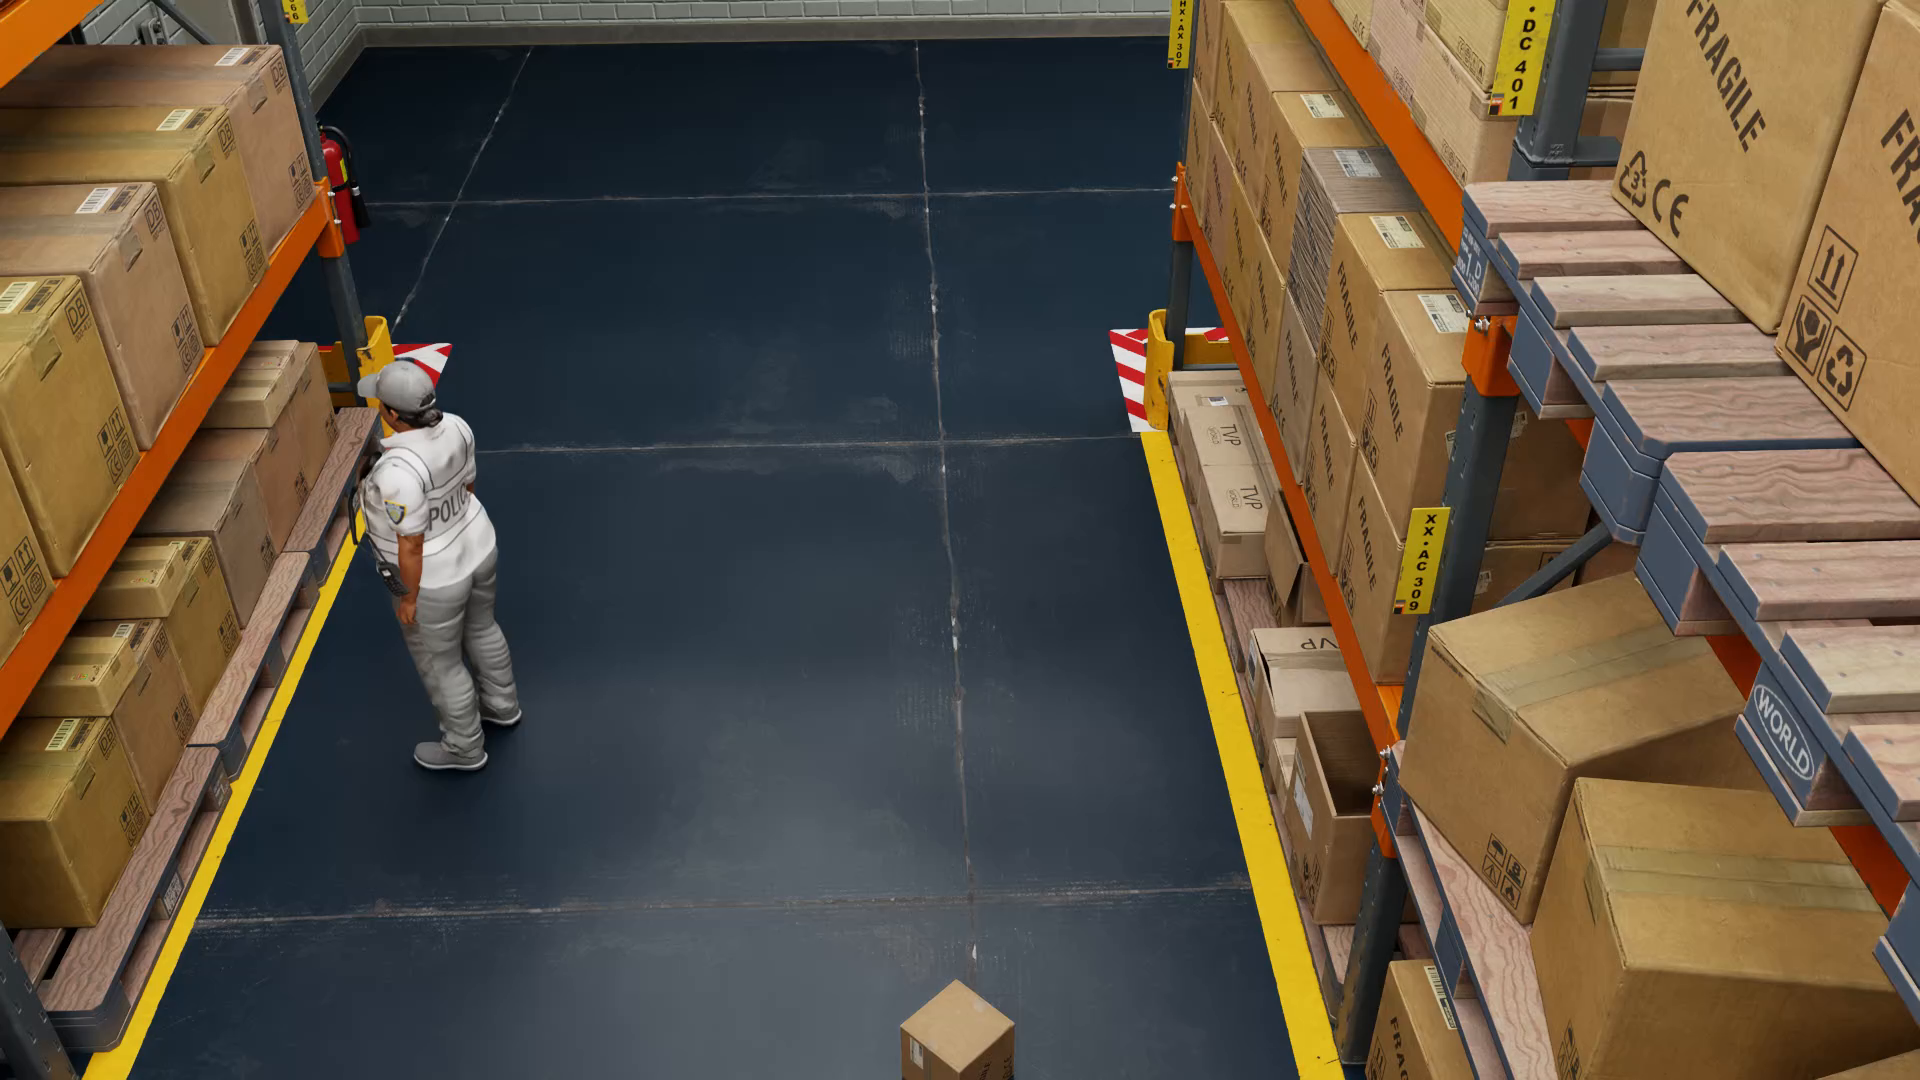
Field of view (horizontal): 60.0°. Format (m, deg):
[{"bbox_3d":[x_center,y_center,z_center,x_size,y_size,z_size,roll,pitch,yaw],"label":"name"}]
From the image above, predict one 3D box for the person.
[{"bbox_3d":[-1.880,0.098,5.995,0.383,1.673,0.474,10,37,13],"label":"person"}]
